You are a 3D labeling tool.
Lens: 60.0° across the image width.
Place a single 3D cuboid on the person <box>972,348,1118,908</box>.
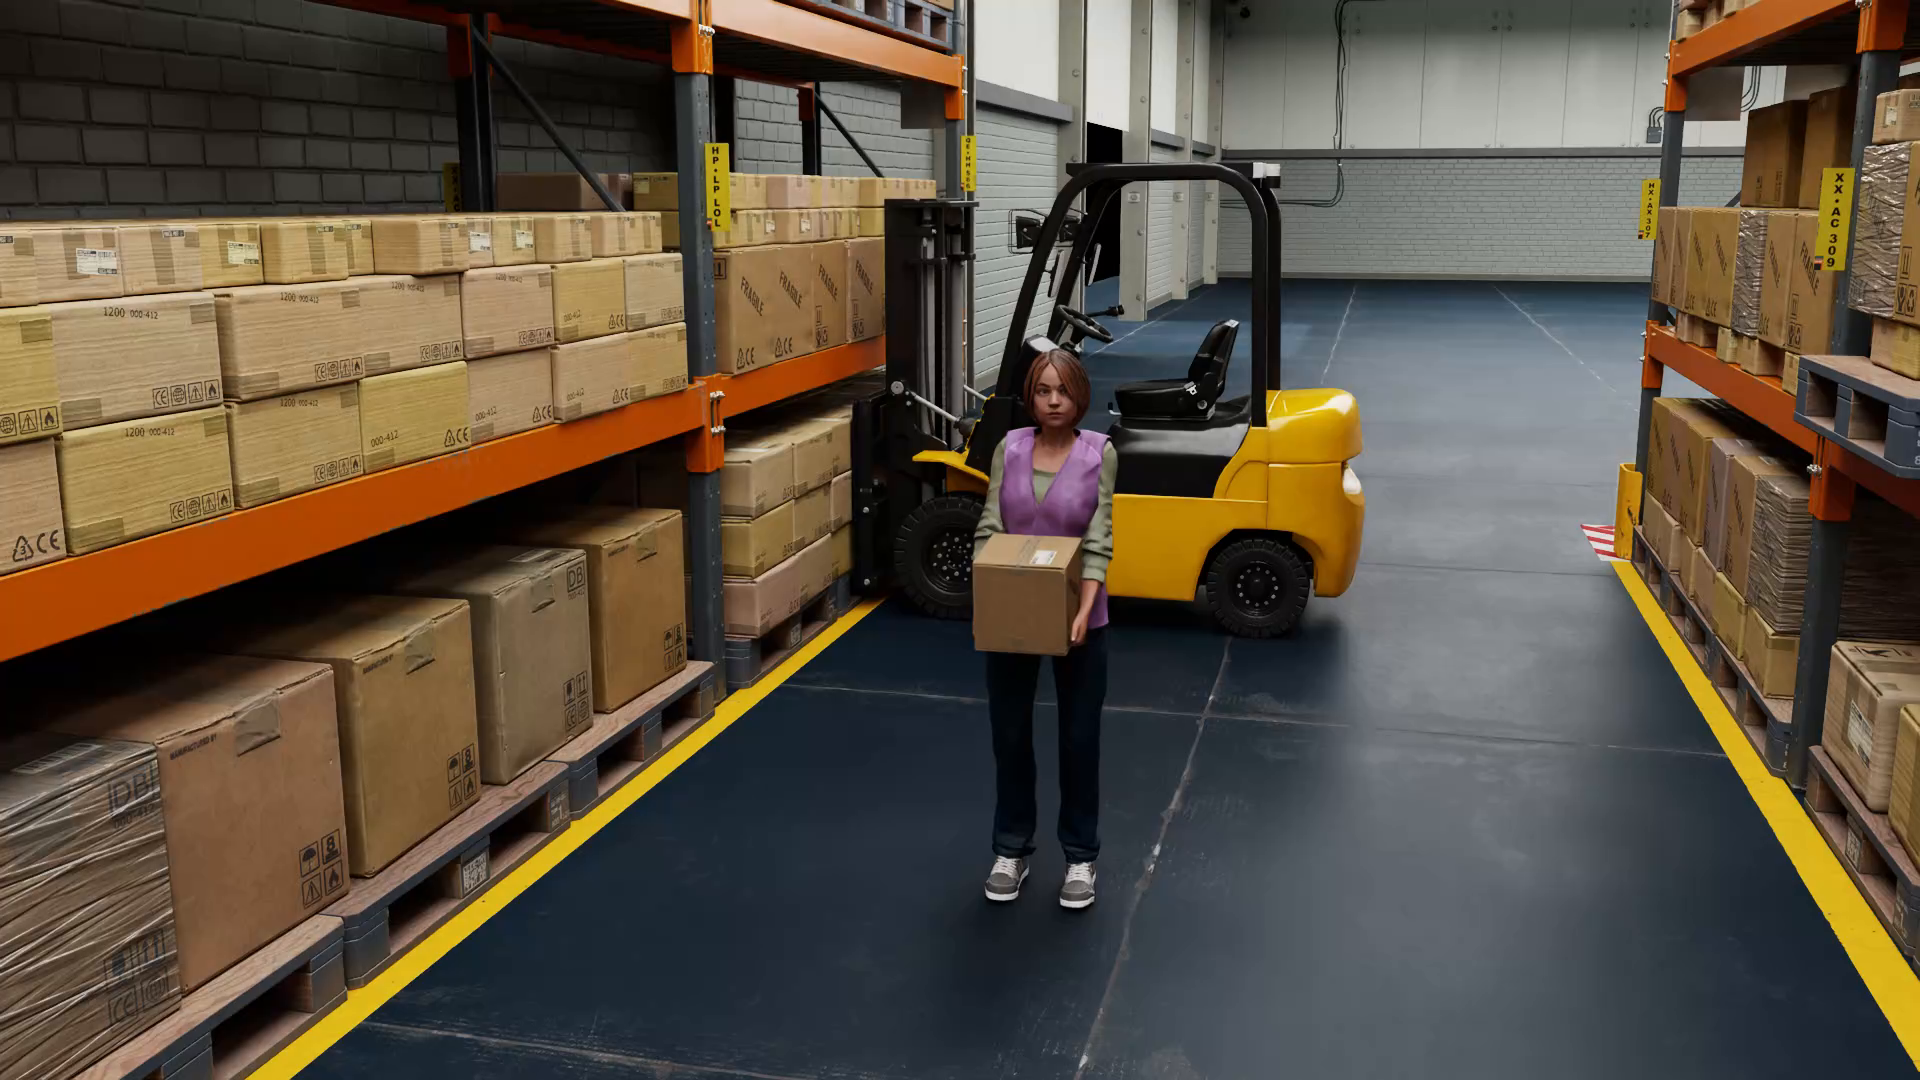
[{"bbox_3d":[0.234,0.269,4.691,0.396,1.598,0.492,3,12,14],"label":"person"}]
